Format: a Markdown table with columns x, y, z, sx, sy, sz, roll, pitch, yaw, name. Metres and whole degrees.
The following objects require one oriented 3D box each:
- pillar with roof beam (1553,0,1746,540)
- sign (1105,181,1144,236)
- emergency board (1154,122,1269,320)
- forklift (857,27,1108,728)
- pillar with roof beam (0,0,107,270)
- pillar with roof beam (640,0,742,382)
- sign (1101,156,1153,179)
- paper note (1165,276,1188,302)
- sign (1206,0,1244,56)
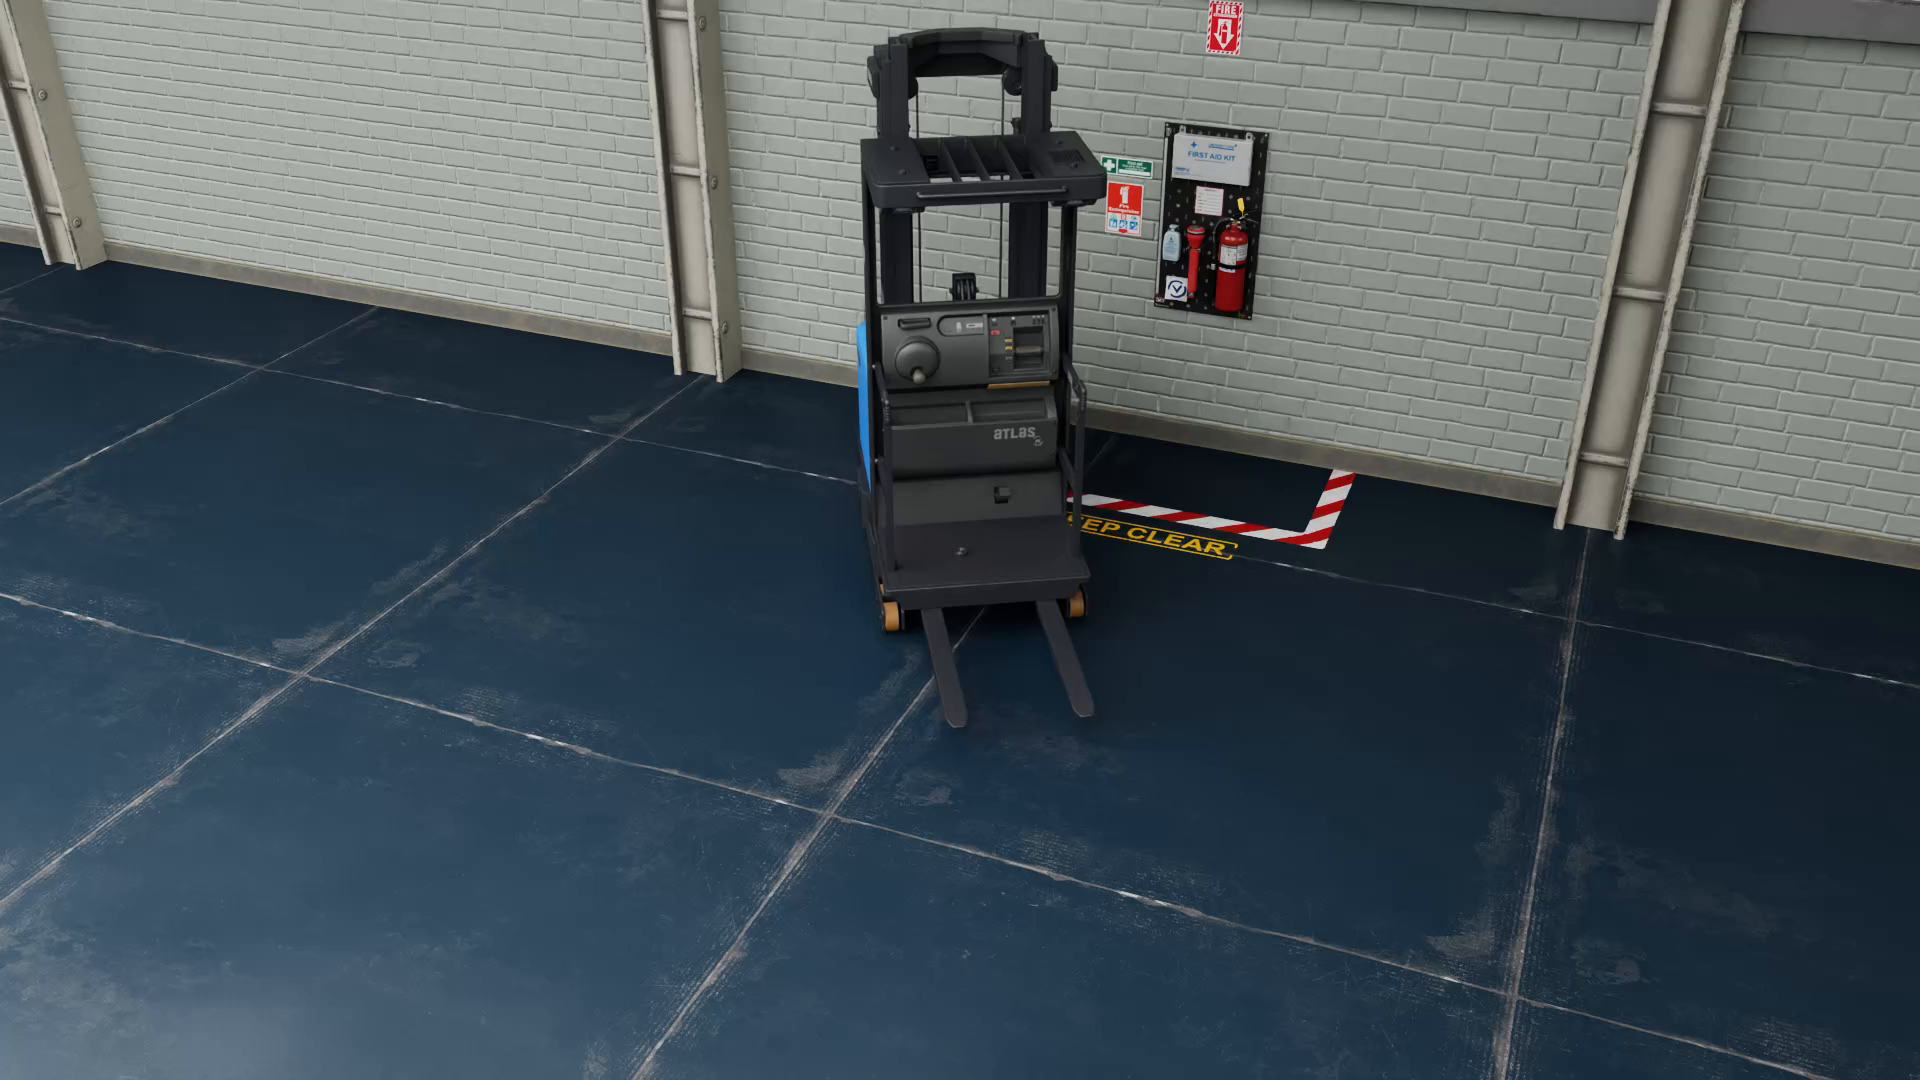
| x | y | z | sx | sy | sz | roll | pitch | yaw | name |
| --- | --- | --- | --- | --- | --- | --- | --- | --- | --- |
| 2.147 | -2.060 | 4.250 | 0.400 | 9.000 | 9.100 | 11 | 31 | 19 | pillar with roof beam |
| 1.016 | -2.051 | 10.294 | 0.234 | 0.329 | 0.001 | 11 | 31 | 19 | sign |
| 1.490 | -1.886 | 10.039 | 0.643 | 1.169 | 0.194 | 11 | 31 | 19 | emergency board |
| 0.087 | -0.969 | 8.486 | 1.130 | 2.935 | 3.031 | -4 | 30 | -7 | forklift |
| -8.973 | -4.281 | 8.178 | 0.400 | 9.000 | 9.100 | 11 | 31 | 19 | pillar with roof beam |
| -3.413 | -3.170 | 6.214 | 0.400 | 9.000 | 9.100 | 11 | 31 | 19 | pillar with roof beam |
| 1.017 | -2.277 | 10.155 | 0.331 | 0.109 | 0.001 | 11 | 31 | 19 | sign |
| 1.351 | -1.567 | 10.369 | 0.142 | 0.148 | 0.016 | 11 | 31 | 19 | paper note |
| 1.520 | -2.942 | 9.551 | 0.199 | 0.298 | 0.001 | 11 | 31 | 19 | sign |
